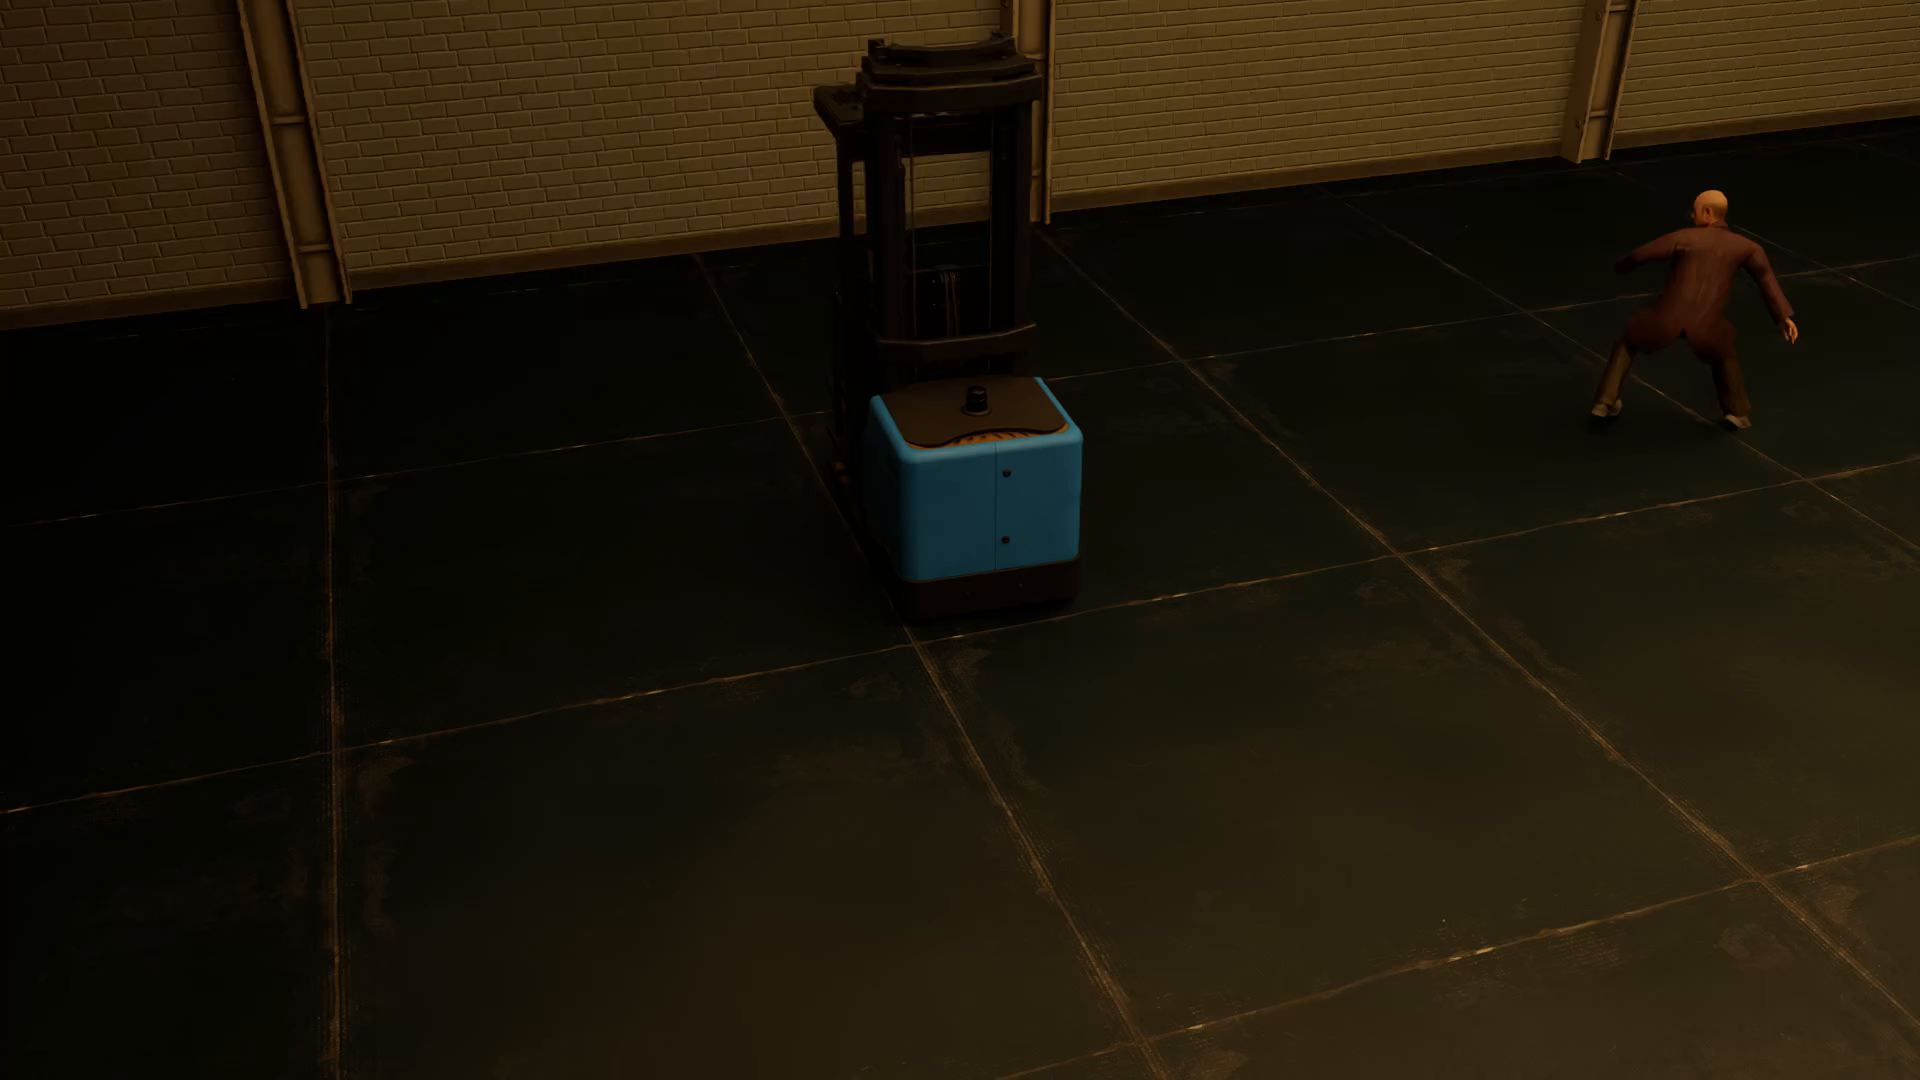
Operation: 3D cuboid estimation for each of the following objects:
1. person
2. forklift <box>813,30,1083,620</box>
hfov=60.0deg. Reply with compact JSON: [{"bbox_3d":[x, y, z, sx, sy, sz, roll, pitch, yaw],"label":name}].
[{"bbox_3d":[4.884,-1.440,11.026,1.155,1.727,0.592,10,31,16],"label":"person"},{"bbox_3d":[-0.208,-1.556,9.792,1.130,2.935,3.031,-8,31,-13],"label":"forklift"}]
